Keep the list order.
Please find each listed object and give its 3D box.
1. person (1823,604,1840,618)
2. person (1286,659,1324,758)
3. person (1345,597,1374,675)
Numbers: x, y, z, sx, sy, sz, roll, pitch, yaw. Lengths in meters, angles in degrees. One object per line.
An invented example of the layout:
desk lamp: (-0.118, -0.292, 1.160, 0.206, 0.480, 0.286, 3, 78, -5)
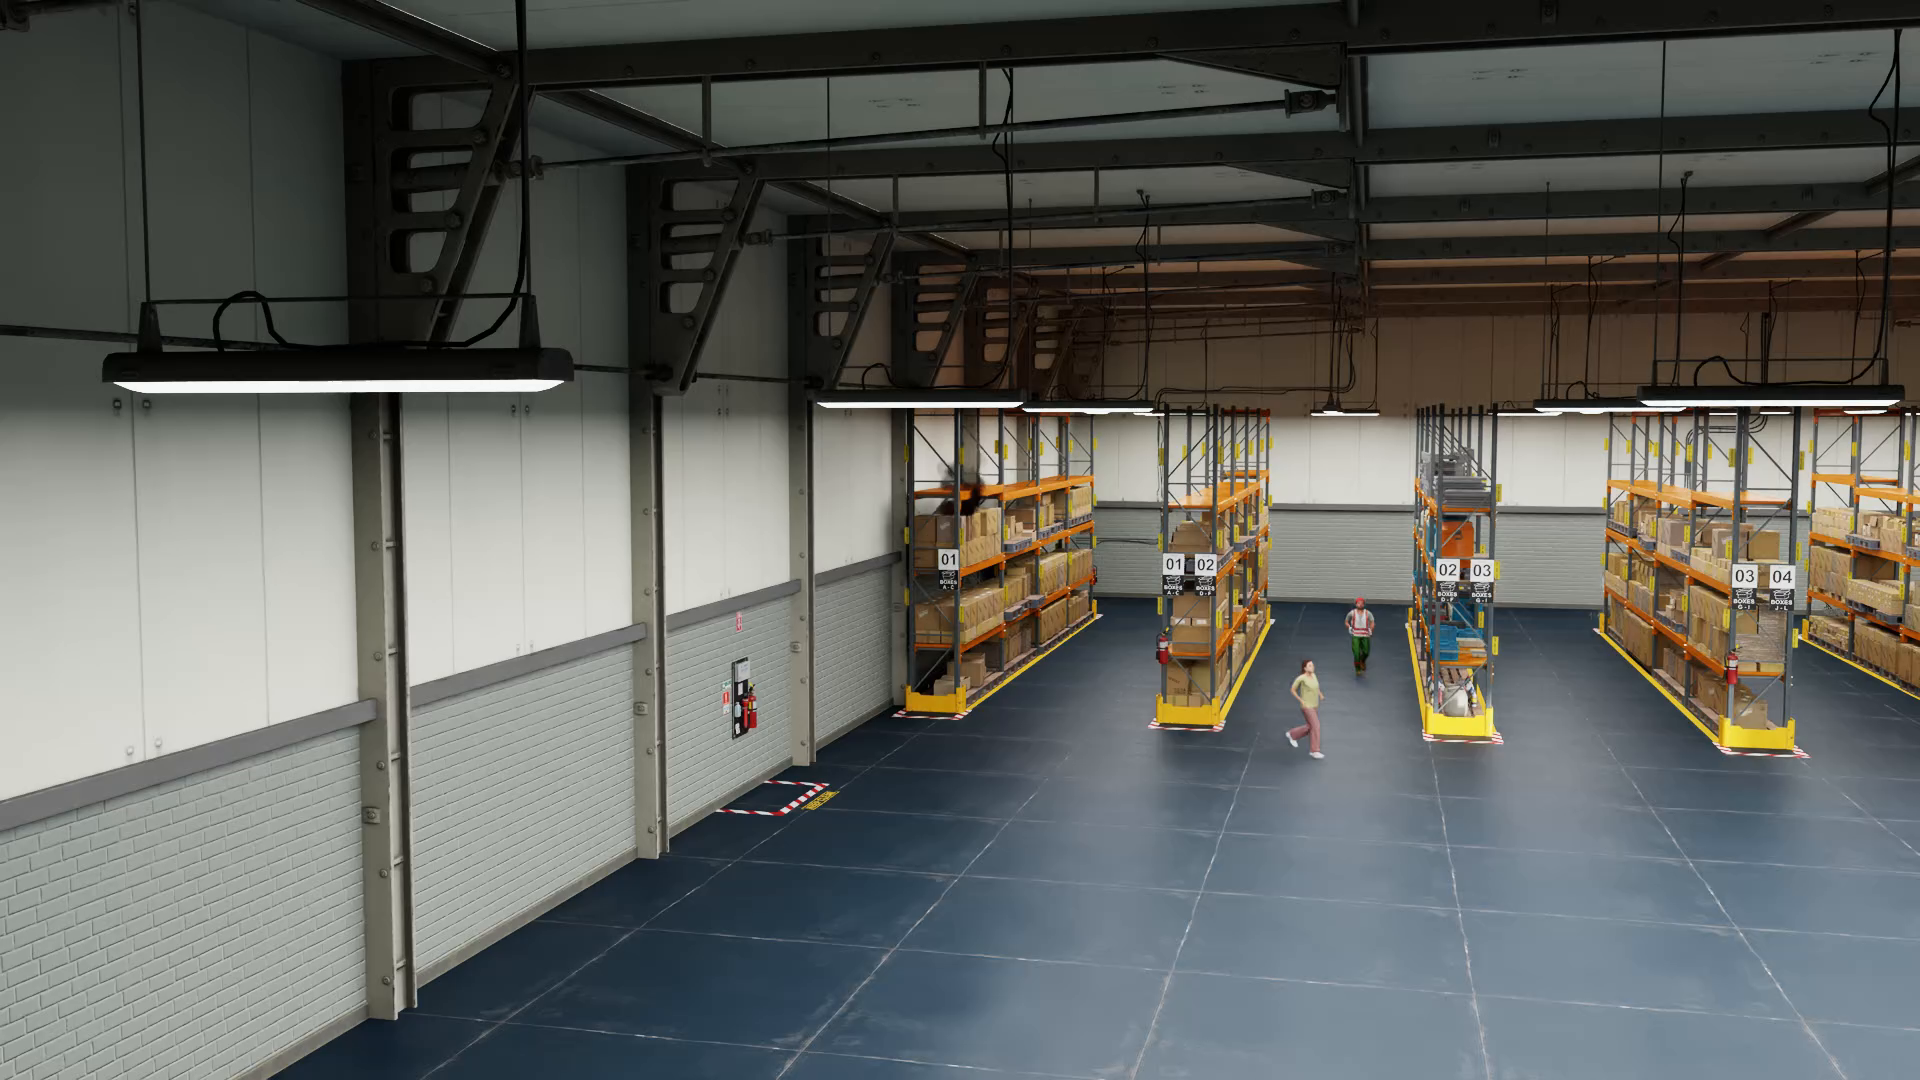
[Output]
person: (23.200, 1.638, 44.009, 0.808, 1.751, 0.666, 1, 4, 10)
person: (5.890, 2.834, 28.311, 0.574, 1.638, 0.749, -4, 6, -42)
person: (8.931, 2.149, 37.145, 0.652, 1.738, 0.615, 1, 4, 8)
